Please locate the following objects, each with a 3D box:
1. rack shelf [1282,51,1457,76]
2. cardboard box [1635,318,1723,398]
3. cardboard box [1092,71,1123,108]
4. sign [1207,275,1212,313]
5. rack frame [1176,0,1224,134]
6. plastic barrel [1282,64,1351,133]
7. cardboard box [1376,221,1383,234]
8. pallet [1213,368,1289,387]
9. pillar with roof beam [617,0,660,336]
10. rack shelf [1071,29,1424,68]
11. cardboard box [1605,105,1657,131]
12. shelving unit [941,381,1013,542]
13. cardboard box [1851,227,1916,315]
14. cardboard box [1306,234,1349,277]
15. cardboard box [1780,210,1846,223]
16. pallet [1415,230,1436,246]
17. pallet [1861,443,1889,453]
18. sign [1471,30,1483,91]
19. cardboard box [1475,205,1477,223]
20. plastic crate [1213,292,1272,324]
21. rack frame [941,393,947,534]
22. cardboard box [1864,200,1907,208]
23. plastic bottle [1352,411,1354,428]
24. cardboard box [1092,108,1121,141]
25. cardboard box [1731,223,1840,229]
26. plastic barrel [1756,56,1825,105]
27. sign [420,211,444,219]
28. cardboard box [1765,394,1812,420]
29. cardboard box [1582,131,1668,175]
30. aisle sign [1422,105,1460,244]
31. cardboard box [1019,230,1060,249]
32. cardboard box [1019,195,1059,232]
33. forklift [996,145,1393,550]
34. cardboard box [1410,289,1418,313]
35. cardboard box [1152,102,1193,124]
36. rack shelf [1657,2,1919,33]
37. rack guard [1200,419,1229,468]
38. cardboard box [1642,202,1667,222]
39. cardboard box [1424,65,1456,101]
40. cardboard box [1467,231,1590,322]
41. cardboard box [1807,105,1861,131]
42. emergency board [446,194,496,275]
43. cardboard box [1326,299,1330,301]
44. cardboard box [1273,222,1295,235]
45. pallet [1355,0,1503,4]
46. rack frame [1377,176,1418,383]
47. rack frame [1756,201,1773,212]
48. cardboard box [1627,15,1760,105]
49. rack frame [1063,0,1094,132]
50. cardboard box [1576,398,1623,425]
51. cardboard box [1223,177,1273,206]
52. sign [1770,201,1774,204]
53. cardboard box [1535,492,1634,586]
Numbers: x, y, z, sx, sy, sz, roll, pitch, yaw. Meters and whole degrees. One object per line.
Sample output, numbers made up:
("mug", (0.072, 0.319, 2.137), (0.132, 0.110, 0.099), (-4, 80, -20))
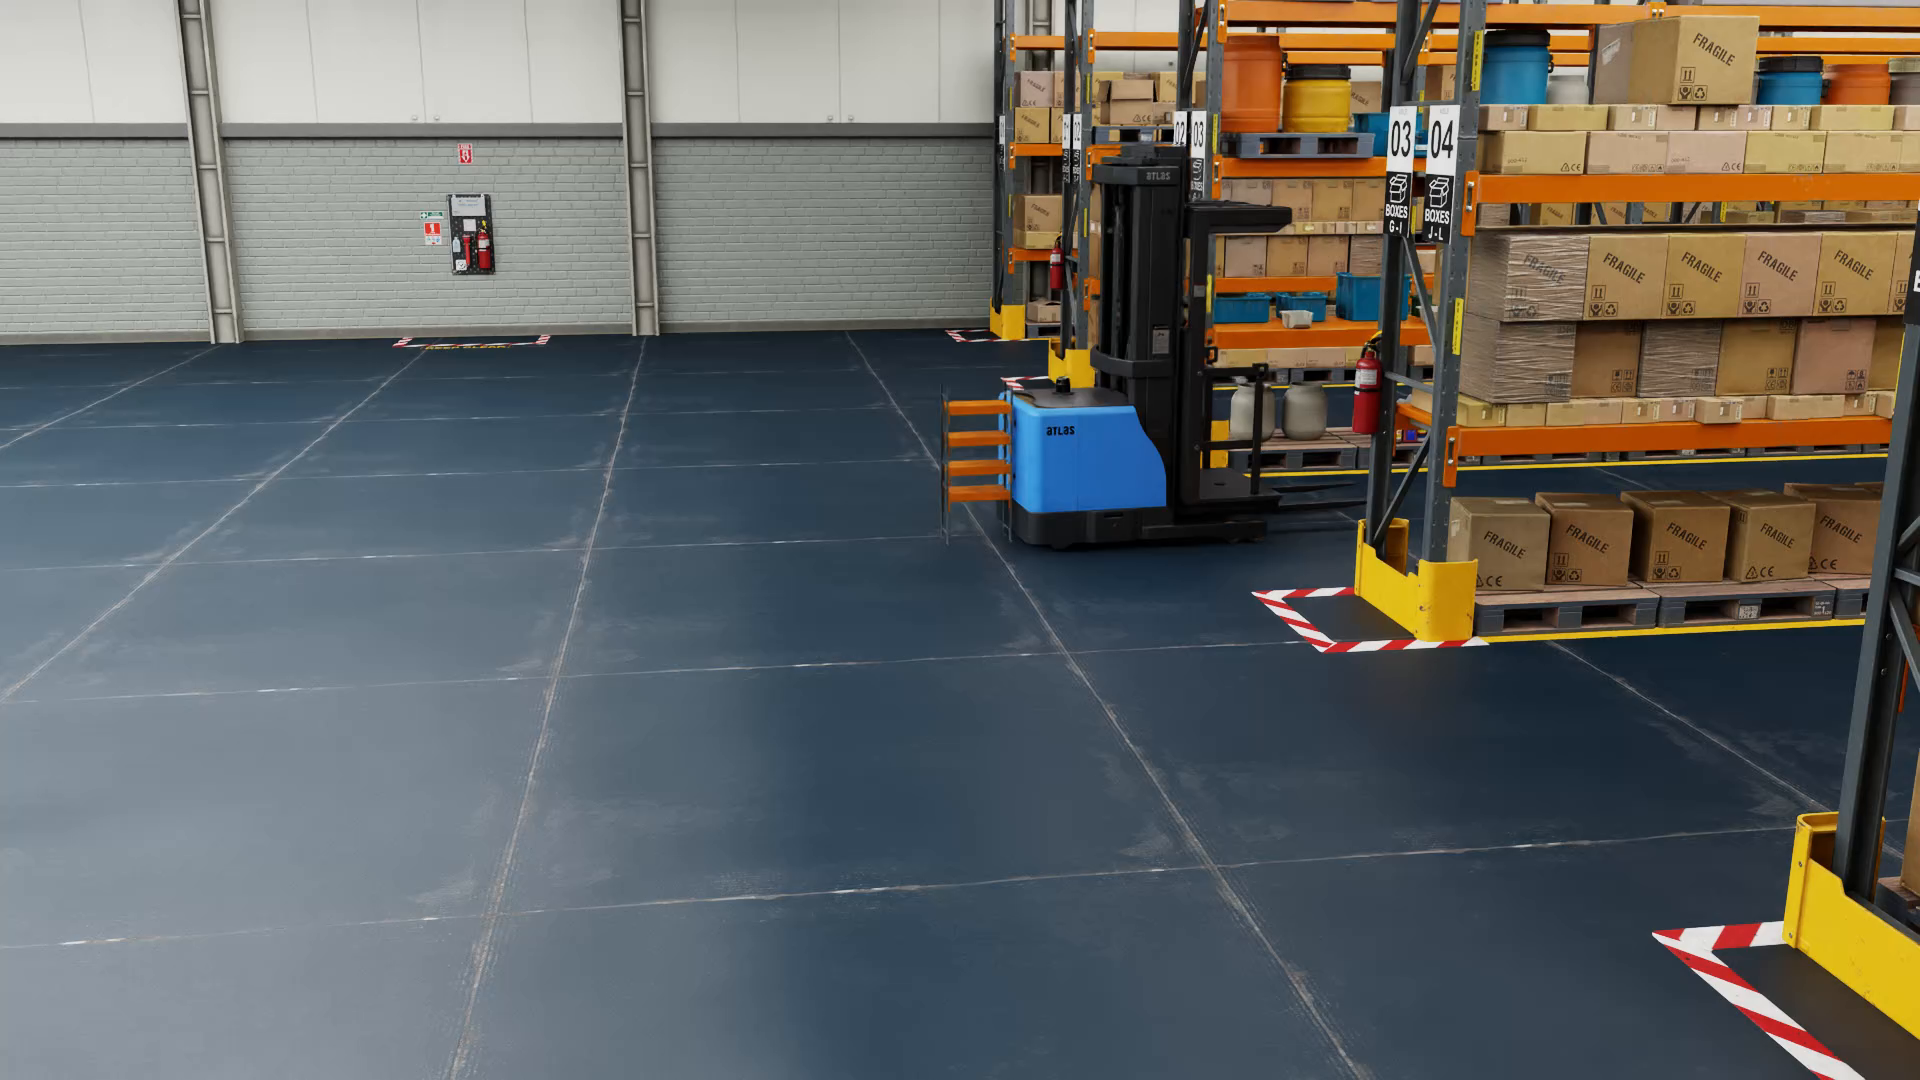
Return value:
("rack shelf", (6.569, -7.129, 24.949), (4.000, 0.370, 1.077), (-2, 14, -8))
("cardboard box", (4.375, -1.231, 10.645), (0.500, 0.500, 0.875), (-2, 14, -8))
("cardboard box", (2.061, -6.525, 24.106), (0.500, 0.500, 0.500), (-2, 14, -7))
("sign", (2.189, -2.163, 14.611), (0.005, 0.325, 0.100), (-2, 14, -8))
("rack frame", (2.112, -5.071, 14.443), (0.127, 3.000, 1.000), (-2, 14, -8))
("plastic barrel", (3.220, -3.983, 15.021), (0.600, 0.588, 0.600), (0, 14, 0))
("cardboard box", (5.096, -3.800, 20.167), (0.250, 0.149, 0.380), (-2, 14, -8))
("pallet", (3.331, -2.082, 20.588), (1.213, 0.211, 1.003), (-2, 14, -8))
("pillar with roof beam", (-4.093, -6.435, 19.880), (0.400, 9.000, 9.100), (-2, 14, -8))
("rack shelf", (3.355, -5.792, 19.620), (4.000, 0.370, 1.077), (-2, 14, -8))
("cardboard box", (3.938, -2.517, 9.916), (0.250, 0.149, 0.380), (-2, 14, -6))
("shelving unit", (0.127, -0.582, 12.577), (0.499, 1.200, 0.258), (-3, 14, -11))
("cardboard box", (5.907, -1.692, 10.428), (0.500, 0.500, 0.500), (-2, 14, -8))
("cardboard box", (4.374, -3.508, 20.338), (0.500, 0.500, 0.700), (-2, 14, -9))
("cardboard box", (10.827, -3.932, 21.165), (0.500, 0.500, 0.700), (1, 14, 2))
("pallet", (6.595, -4.660, 25.529), (1.213, 0.211, 1.003), (-2, 14, -8))
("pallet", (9.250, -1.080, 16.594), (1.213, 0.211, 1.003), (-2, 14, -8))
("sign", (2.930, -2.718, 9.431), (0.005, 0.325, 0.100), (-2, 14, -8))
("cardboard box", (7.534, -5.050, 25.581), (0.500, 0.500, 0.700), (-3, 14, -14))
("plastic crate", (2.562, -2.179, 15.551), (0.616, 0.251, 0.499), (-2, 14, -8))
("rack frame", (-0.114, -0.570, 12.528), (0.006, 1.046, 0.228), (-3, 14, -11))
("cardboard box", (14.481, -5.194, 26.650), (0.700, 0.700, 0.980), (-3, 14, -11))
("plastic bottle", (3.862, -1.189, 16.146), (0.097, 0.201, 0.097), (0, 14, 0))
("cardboard box", (2.053, -6.040, 24.227), (0.500, 0.500, 0.500), (-1, 14, -6))
("cardboard box", (5.333, -1.801, 10.864), (0.500, 0.500, 0.500), (-2, 14, -8))
("plastic barrel", (7.831, -4.122, 15.796), (0.708, 0.901, 0.600), (-2, 14, -8))
("sign", (-7.740, -4.757, 24.361), (0.331, 0.109, 0.001), (-2, 14, -8))
("cardboard box", (5.150, -0.864, 10.515), (0.250, 0.149, 0.380), (-2, 14, -8))
("cardboard box", (3.873, -2.327, 9.978), (0.500, 0.250, 0.500), (-2, 14, -10))
("aisle sign", (2.833, -2.156, 9.810), (0.004, 0.787, 0.394), (-2, 14, -8))
("cardboard box", (1.165, -4.422, 24.457), (0.500, 0.250, 0.500), (-3, 14, -10))
("cardboard box", (1.152, -4.790, 24.381), (0.500, 0.500, 0.500), (-2, 14, -8))
("forklift", (5.822, 0.483, 4.770), (6.886, 2.935, 18.991), (-3, 14, -13))
("cardboard box", (6.828, -3.781, 25.866), (0.500, 0.500, 0.700), (-2, 14, -9))
("cardboard box", (2.477, -5.112, 19.929), (0.500, 0.250, 0.500), (-2, 14, -8))
("rack shelf", (8.045, -4.746, 15.447), (4.000, 0.370, 1.077), (-2, 14, -8))
("rack guard", (2.180, -0.963, 15.533), (0.348, 0.500, 1.175), (-2, 14, -8))
("cardboard box", (10.589, -5.048, 25.825), (0.500, 0.500, 0.500), (-2, 14, -7))
("cardboard box", (5.948, -5.460, 20.065), (0.500, 0.500, 0.500), (-2, 14, -8))
("cardboard box", (3.434, -1.602, 10.071), (0.500, 0.500, 0.500), (-2, 14, -8))
("cardboard box", (5.224, -2.560, 10.086), (0.250, 0.149, 0.380), (-1, 14, -6))
("emergency board", (-7.183, -4.480, 24.419), (0.643, 1.169, 0.194), (-2, 14, -8))
("cardboard box", (4.334, -2.770, 20.848), (0.500, 0.500, 0.500), (-2, 14, -8))
("cardboard box", (3.840, -3.754, 19.985), (0.250, 0.149, 0.380), (-2, 14, -7))
("pallet", (4.047, -4.849, 14.768), (1.213, 0.211, 1.003), (-2, 14, -8))
("rack frame", (5.333, -3.498, 20.503), (0.127, 3.000, 1.000), (-2, 14, -8))
("rack frame", (12.502, -4.979, 26.409), (0.127, 3.000, 1.000), (-2, 14, -8))
("cardboard box", (4.358, -2.849, 9.904), (0.500, 0.500, 0.500), (-2, 14, -9))
("rack frame", (1.377, -6.263, 19.195), (0.127, 3.000, 1.000), (-2, 14, -8))
("cardboard box", (3.910, -0.825, 10.361), (0.250, 0.149, 0.380), (-2, 14, -8))
("cardboard box", (3.406, -4.103, 20.045), (0.500, 0.500, 0.700), (-2, 14, -8))
("sign", (12.592, -5.372, 25.759), (0.005, 0.325, 0.100), (-2, 14, -8))
("cardboard box", (4.055, -0.010, 10.869), (0.500, 0.500, 0.500), (2, 14, 6))
